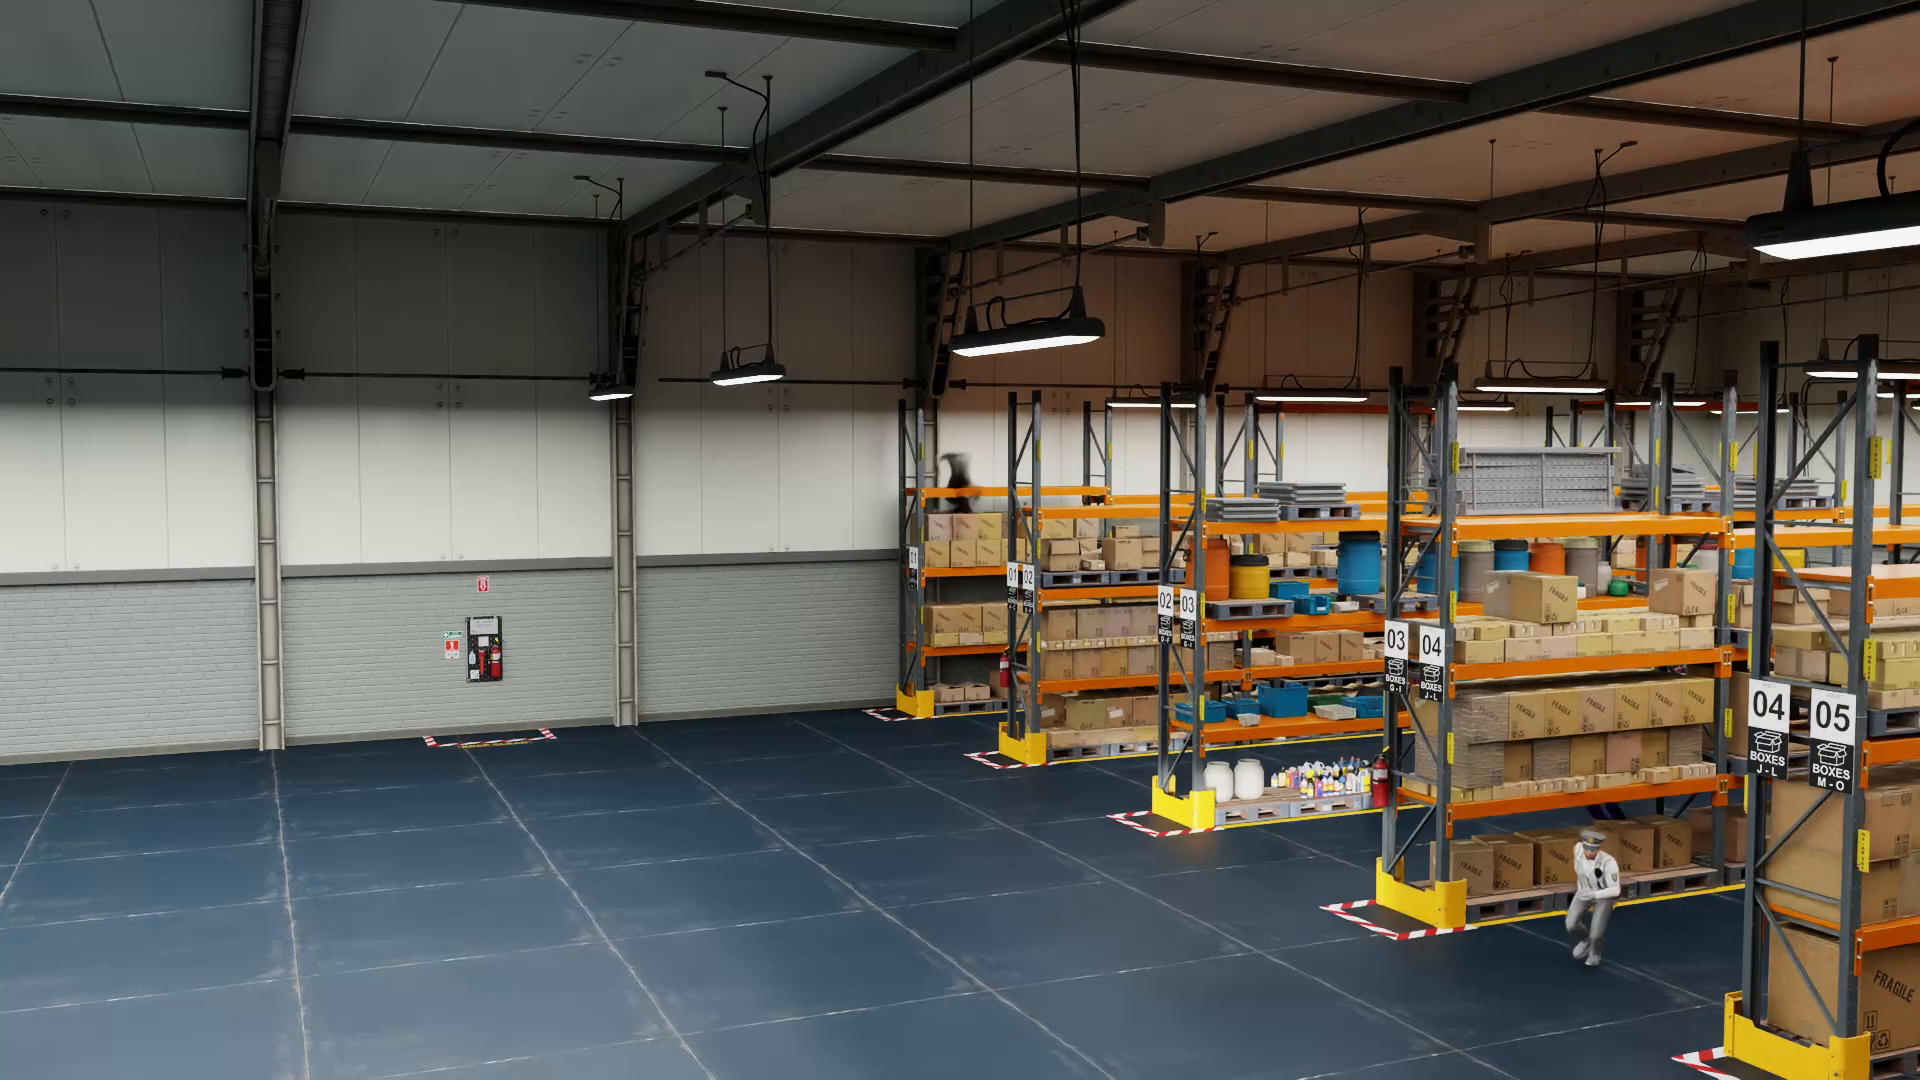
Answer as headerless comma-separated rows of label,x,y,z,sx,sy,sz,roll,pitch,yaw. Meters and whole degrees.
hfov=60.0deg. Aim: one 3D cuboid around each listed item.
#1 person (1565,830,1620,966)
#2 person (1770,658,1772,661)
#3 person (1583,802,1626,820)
person,6.161,3.489,16.139,0.582,1.439,0.944,3,4,40
person,14.233,2.630,29.314,0.723,1.702,0.593,-1,4,-23
person,8.399,3.097,21.641,0.752,1.583,0.559,-1,3,-9
